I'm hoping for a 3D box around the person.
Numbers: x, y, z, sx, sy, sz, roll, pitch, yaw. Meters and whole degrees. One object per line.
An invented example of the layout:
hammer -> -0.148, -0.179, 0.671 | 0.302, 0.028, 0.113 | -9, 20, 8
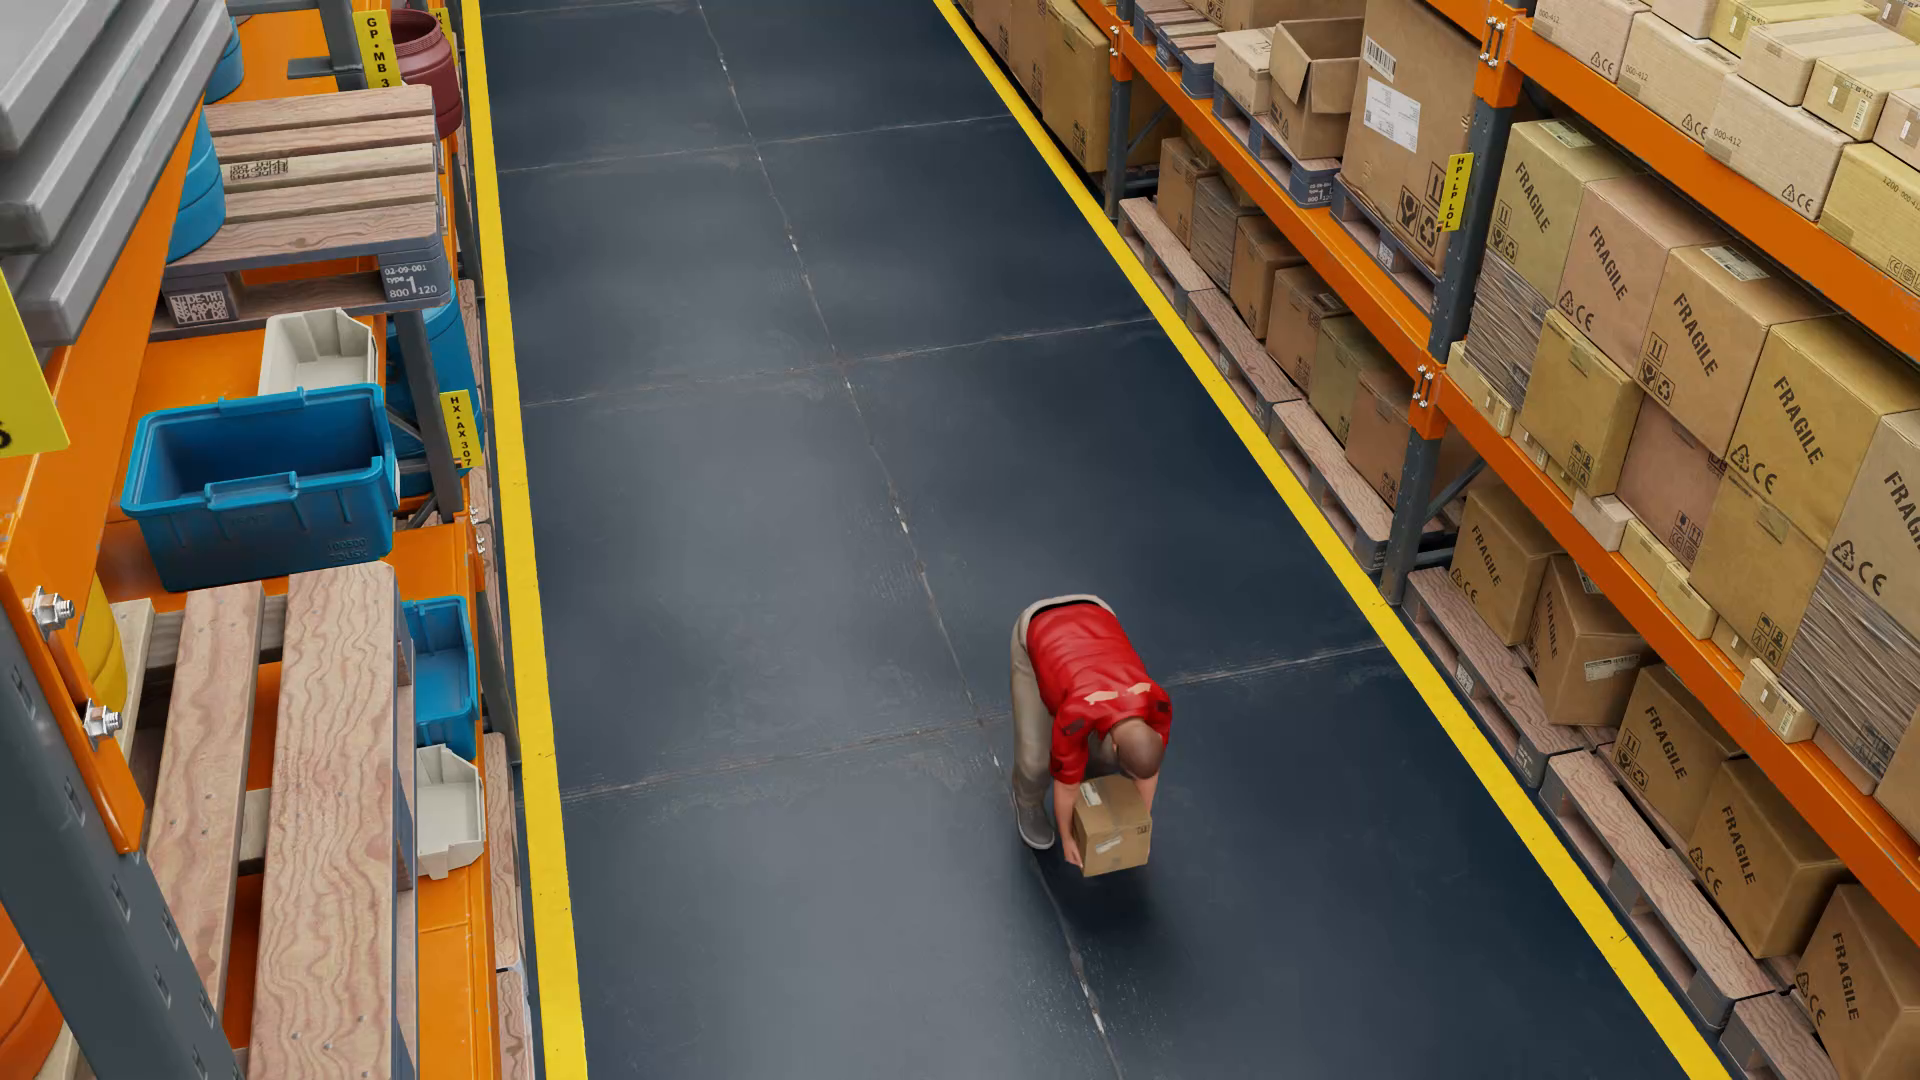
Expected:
person -> 0.498, 0.841, 6.182 | 0.487, 1.078, 0.861 | -11, 39, -13
